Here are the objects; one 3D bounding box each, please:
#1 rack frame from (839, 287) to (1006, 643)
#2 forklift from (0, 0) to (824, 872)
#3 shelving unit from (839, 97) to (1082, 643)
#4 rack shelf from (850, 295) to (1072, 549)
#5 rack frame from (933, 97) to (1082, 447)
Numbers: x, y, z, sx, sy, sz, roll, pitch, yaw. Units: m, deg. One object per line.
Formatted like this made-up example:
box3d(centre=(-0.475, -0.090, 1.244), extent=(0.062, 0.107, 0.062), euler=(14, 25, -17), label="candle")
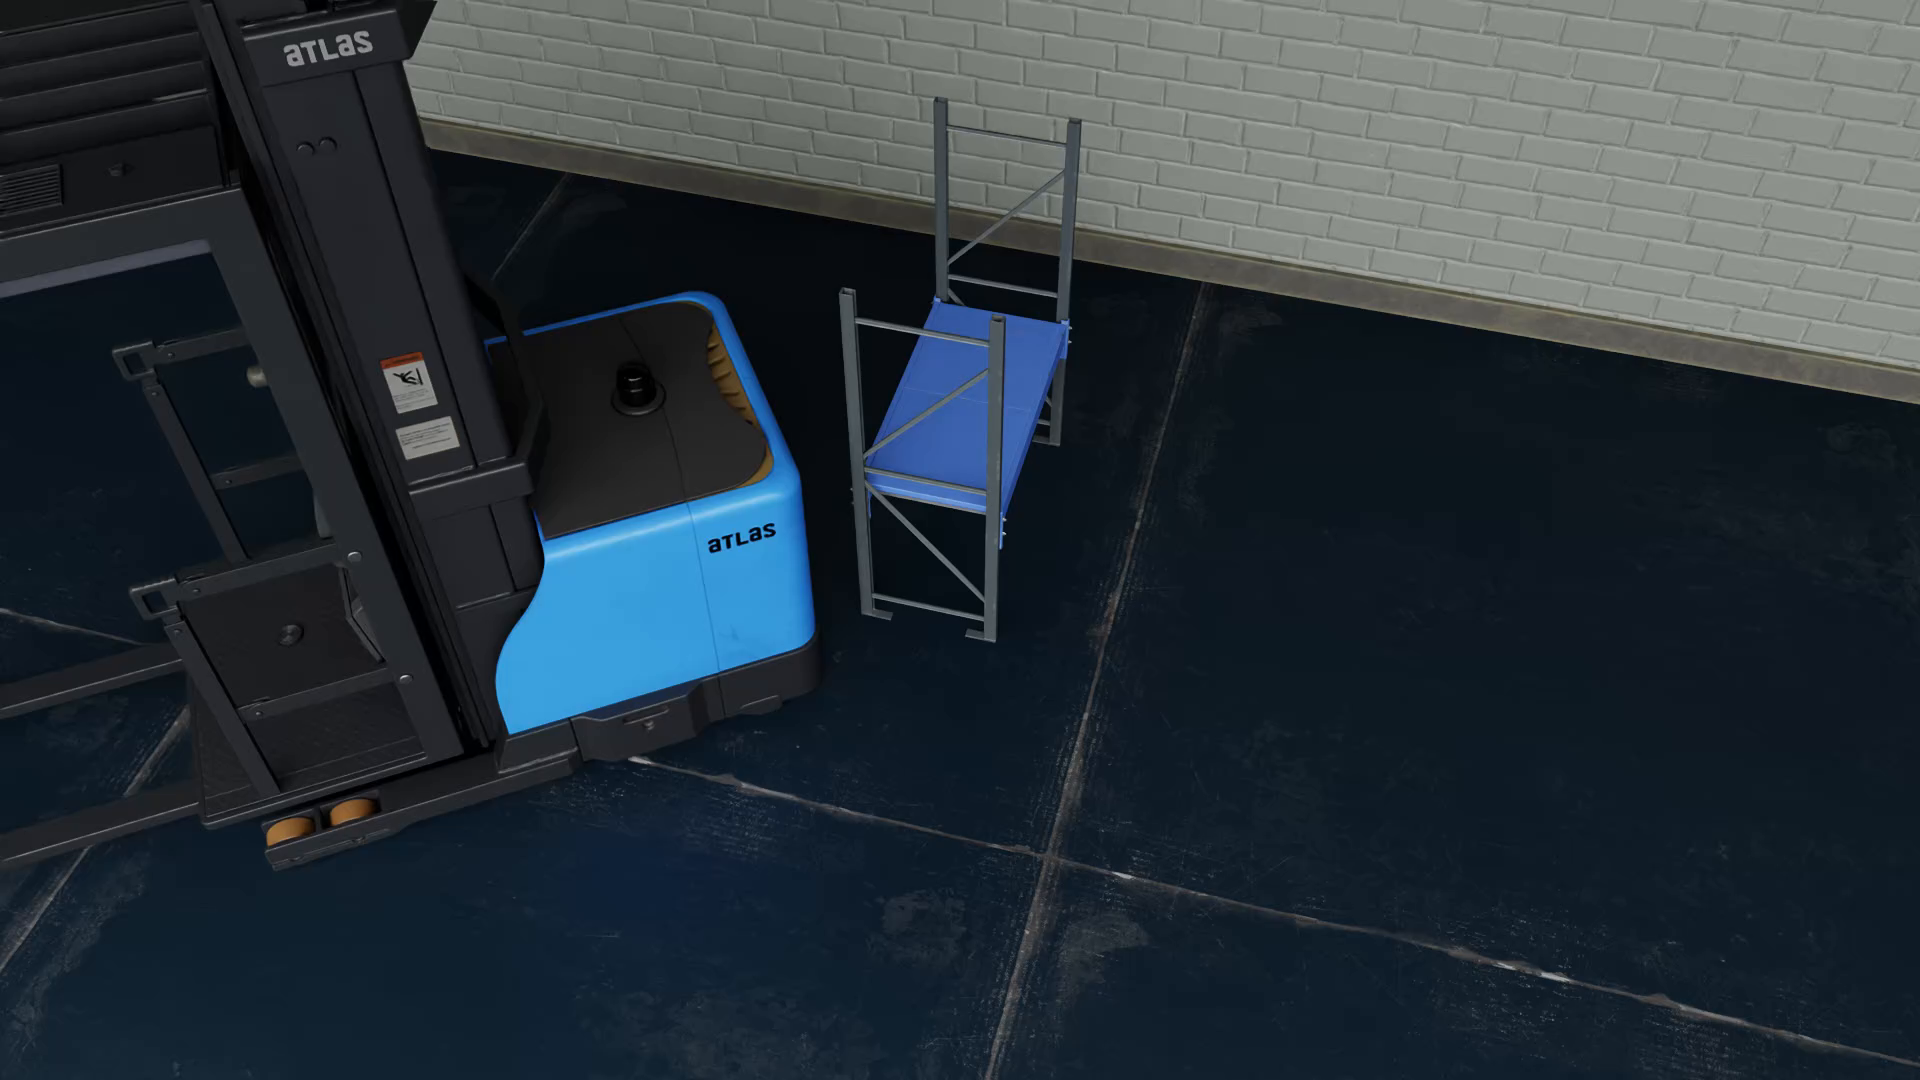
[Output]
box3d(centre=(-0.111, -0.190, 5.418), extent=(0.500, 1.500, 0.032), euler=(12, 50, 10), label="rack frame")
box3d(centre=(-2.040, -0.379, 4.630), extent=(3.031, 2.935, 1.130), euler=(-16, 51, -14), label="forklift")
box3d(centre=(0.022, -0.558, 5.742), extent=(0.538, 1.500, 1.048), euler=(12, 50, 10), label="shelving unit")
box3d(centre=(0.022, -0.439, 5.877), extent=(0.538, 0.185, 1.000), euler=(12, 50, 10), label="rack shelf")
box3d(centre=(0.156, -0.926, 6.067), extent=(0.500, 1.500, 0.032), euler=(12, 50, 10), label="rack frame")
